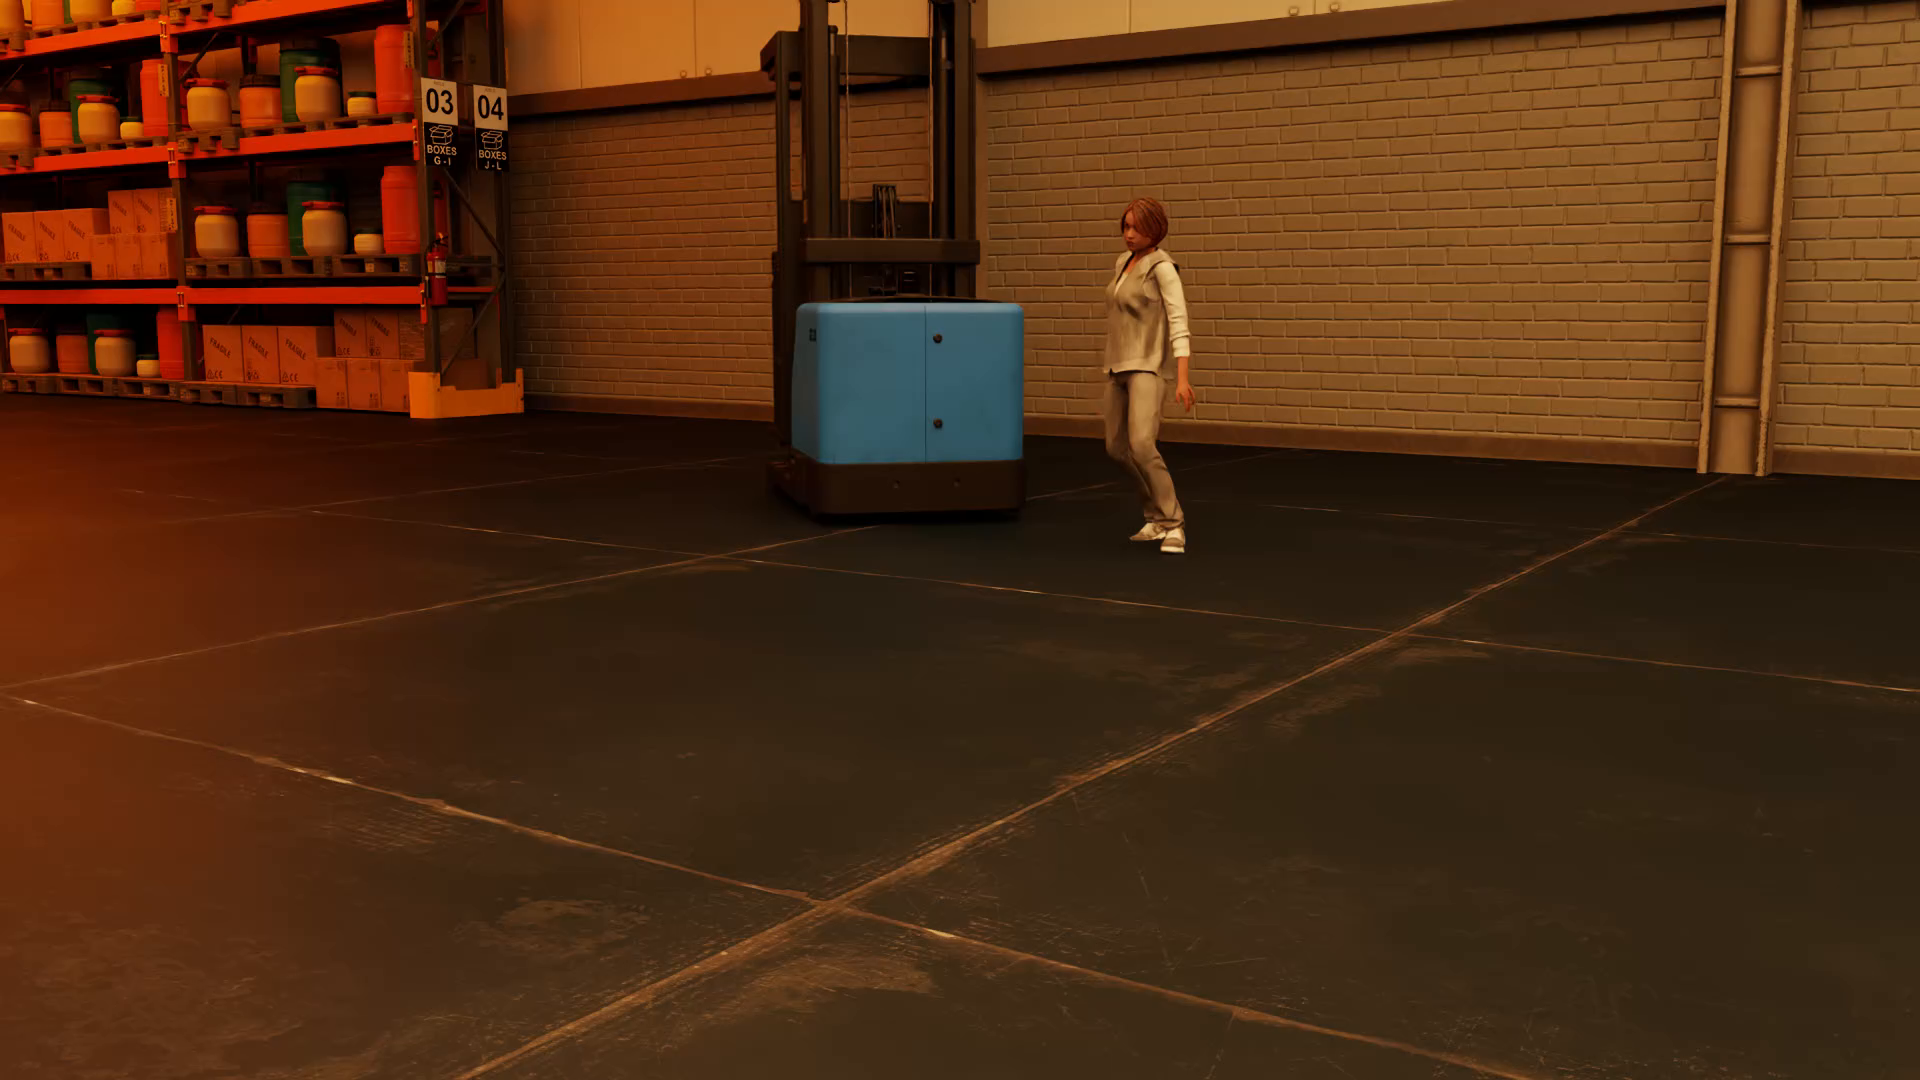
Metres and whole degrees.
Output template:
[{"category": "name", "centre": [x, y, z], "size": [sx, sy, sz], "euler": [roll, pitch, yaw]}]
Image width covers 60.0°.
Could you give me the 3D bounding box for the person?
[{"category": "person", "centre": [0.857, -0.728, 7.423], "size": [0.429, 1.567, 0.746], "euler": [-3, 9, -21]}]

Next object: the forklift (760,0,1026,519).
[{"category": "forklift", "centre": [-0.511, -1.725, 9.322], "size": [1.130, 2.935, 3.031], "euler": [-2, 8, -13]}]
